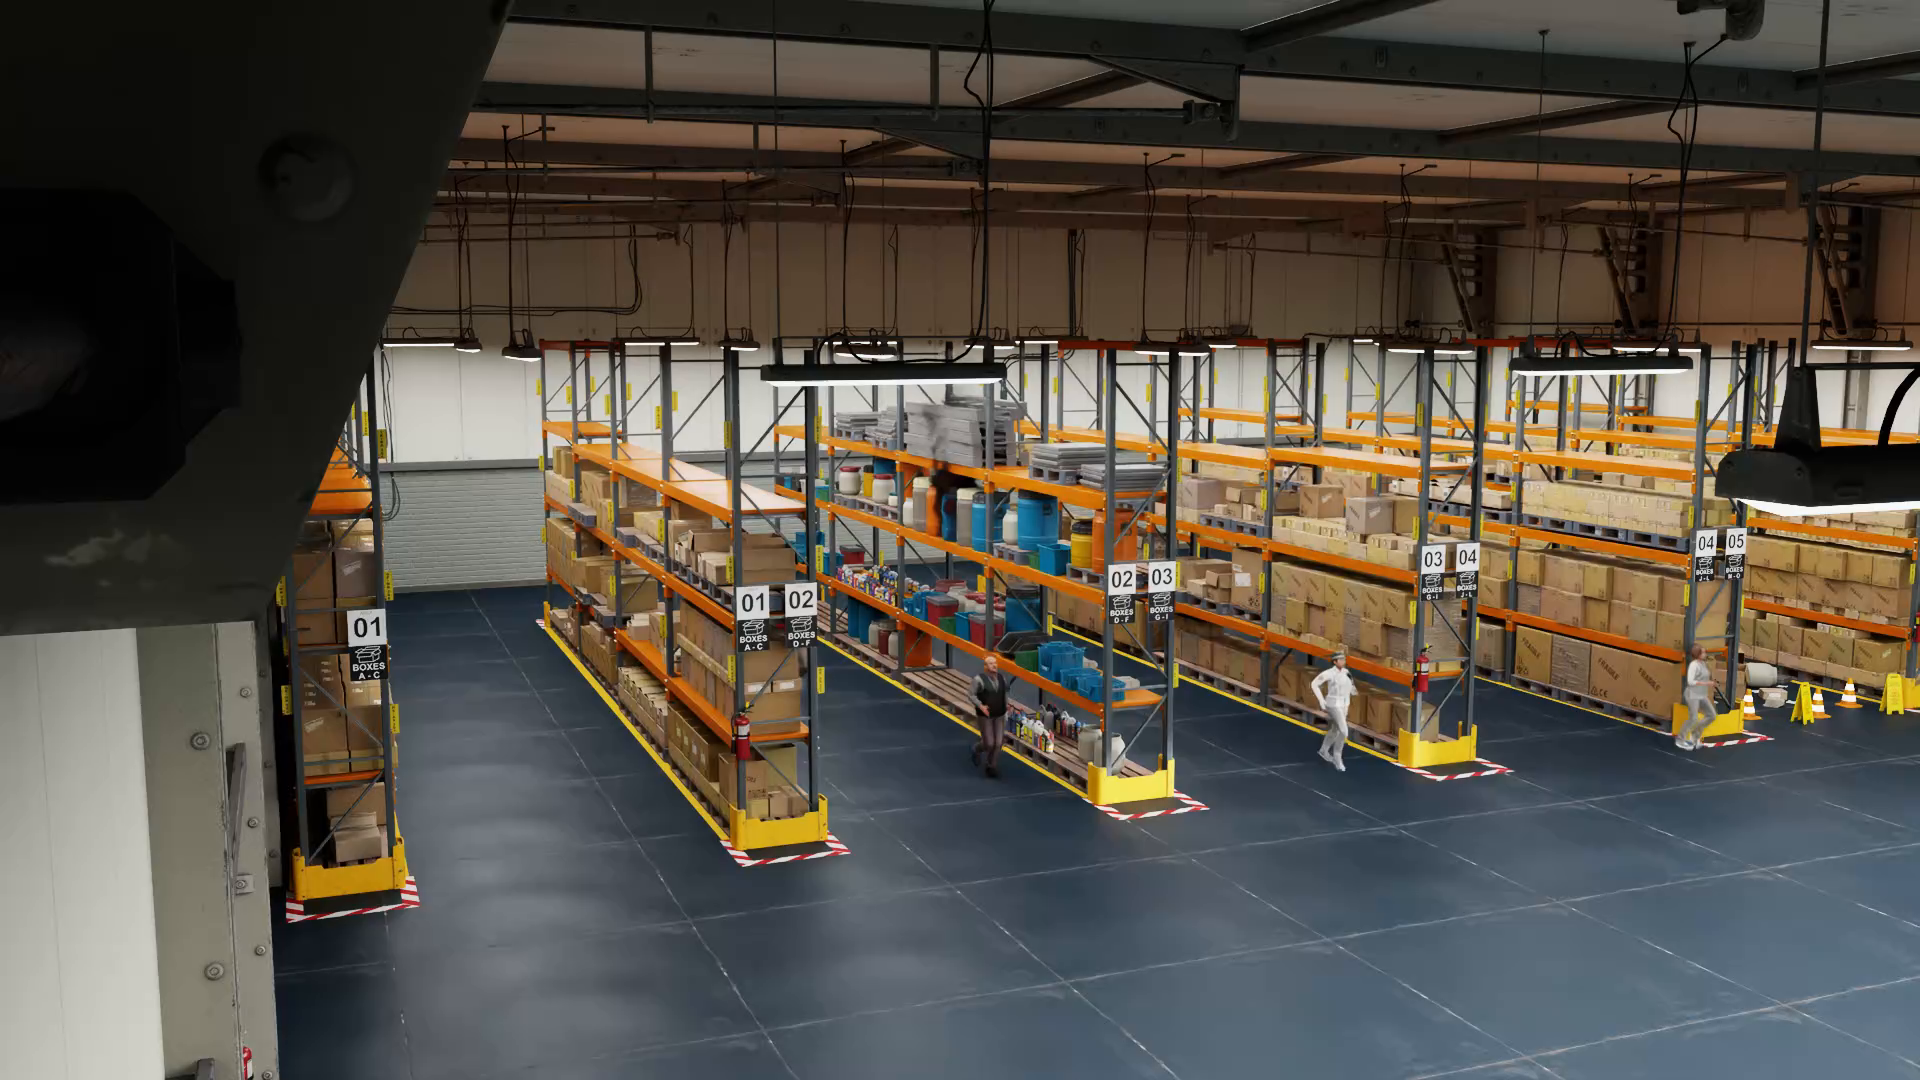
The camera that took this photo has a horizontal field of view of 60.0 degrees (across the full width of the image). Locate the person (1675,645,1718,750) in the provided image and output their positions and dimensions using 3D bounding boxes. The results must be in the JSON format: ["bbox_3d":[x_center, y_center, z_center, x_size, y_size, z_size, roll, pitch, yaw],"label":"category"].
[{"bbox_3d":[10.951,2.350,24.649,0.543,1.593,0.591,-7,10,-42],"label":"person"}]

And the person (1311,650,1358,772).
[{"bbox_3d":[5.390,2.420,23.726,0.576,1.749,0.710,-6,9,-37],"label":"person"}]

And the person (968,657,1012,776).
[{"bbox_3d":[0.424,2.463,23.404,0.647,1.677,0.571,-4,8,-28],"label":"person"}]

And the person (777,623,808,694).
[{"bbox_3d":[-2.774,1.806,28.386,0.653,1.679,0.583,-4,9,-30],"label":"person"}]
